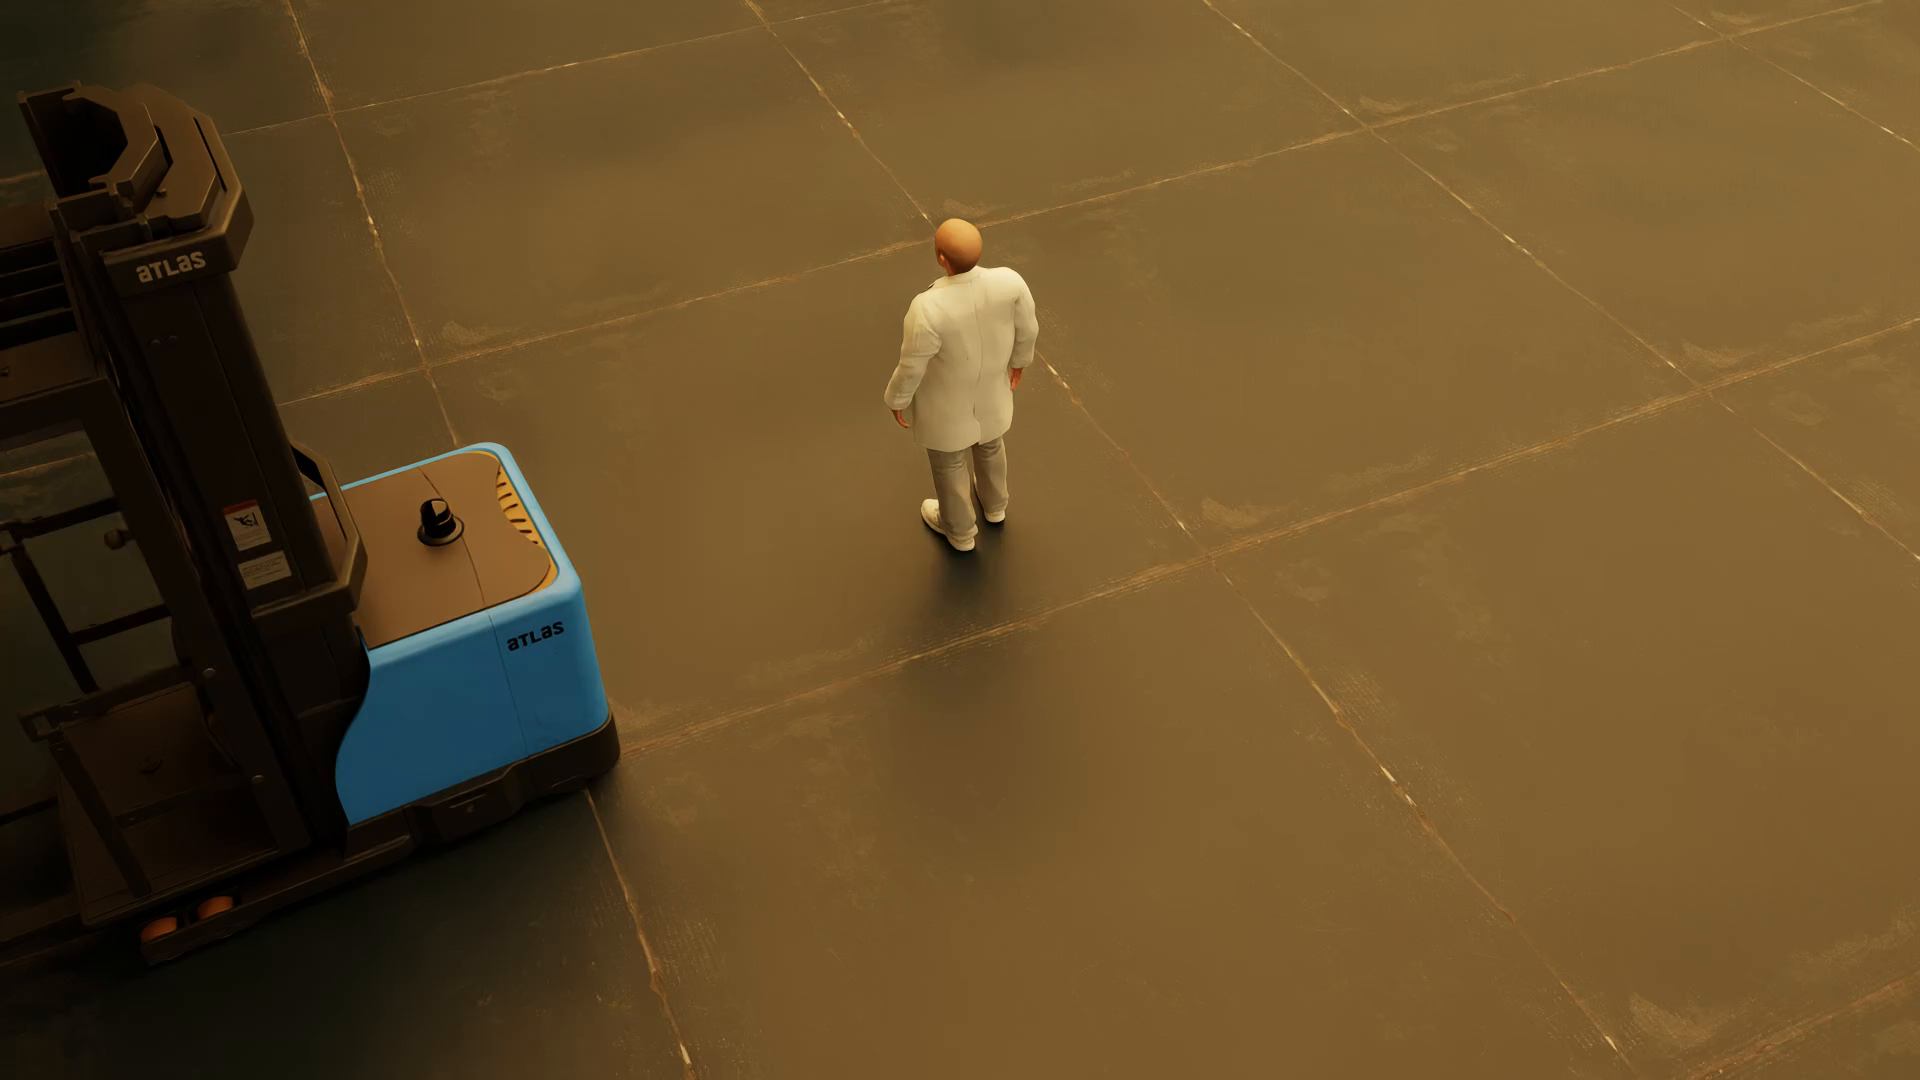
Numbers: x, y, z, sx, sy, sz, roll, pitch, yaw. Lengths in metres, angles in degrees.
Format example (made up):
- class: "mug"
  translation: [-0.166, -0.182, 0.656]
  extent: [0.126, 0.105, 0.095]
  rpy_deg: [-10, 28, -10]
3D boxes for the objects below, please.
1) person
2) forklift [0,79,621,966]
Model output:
- class: "person"
  translation: [-0.033, -0.712, 7.279]
  extent: [0.694, 1.775, 0.581]
  rpy_deg: [-18, 46, -18]
- class: "forklift"
  translation: [-2.928, 0.070, 5.605]
  extent: [3.031, 2.935, 1.130]
  rpy_deg: [-21, 47, -21]
